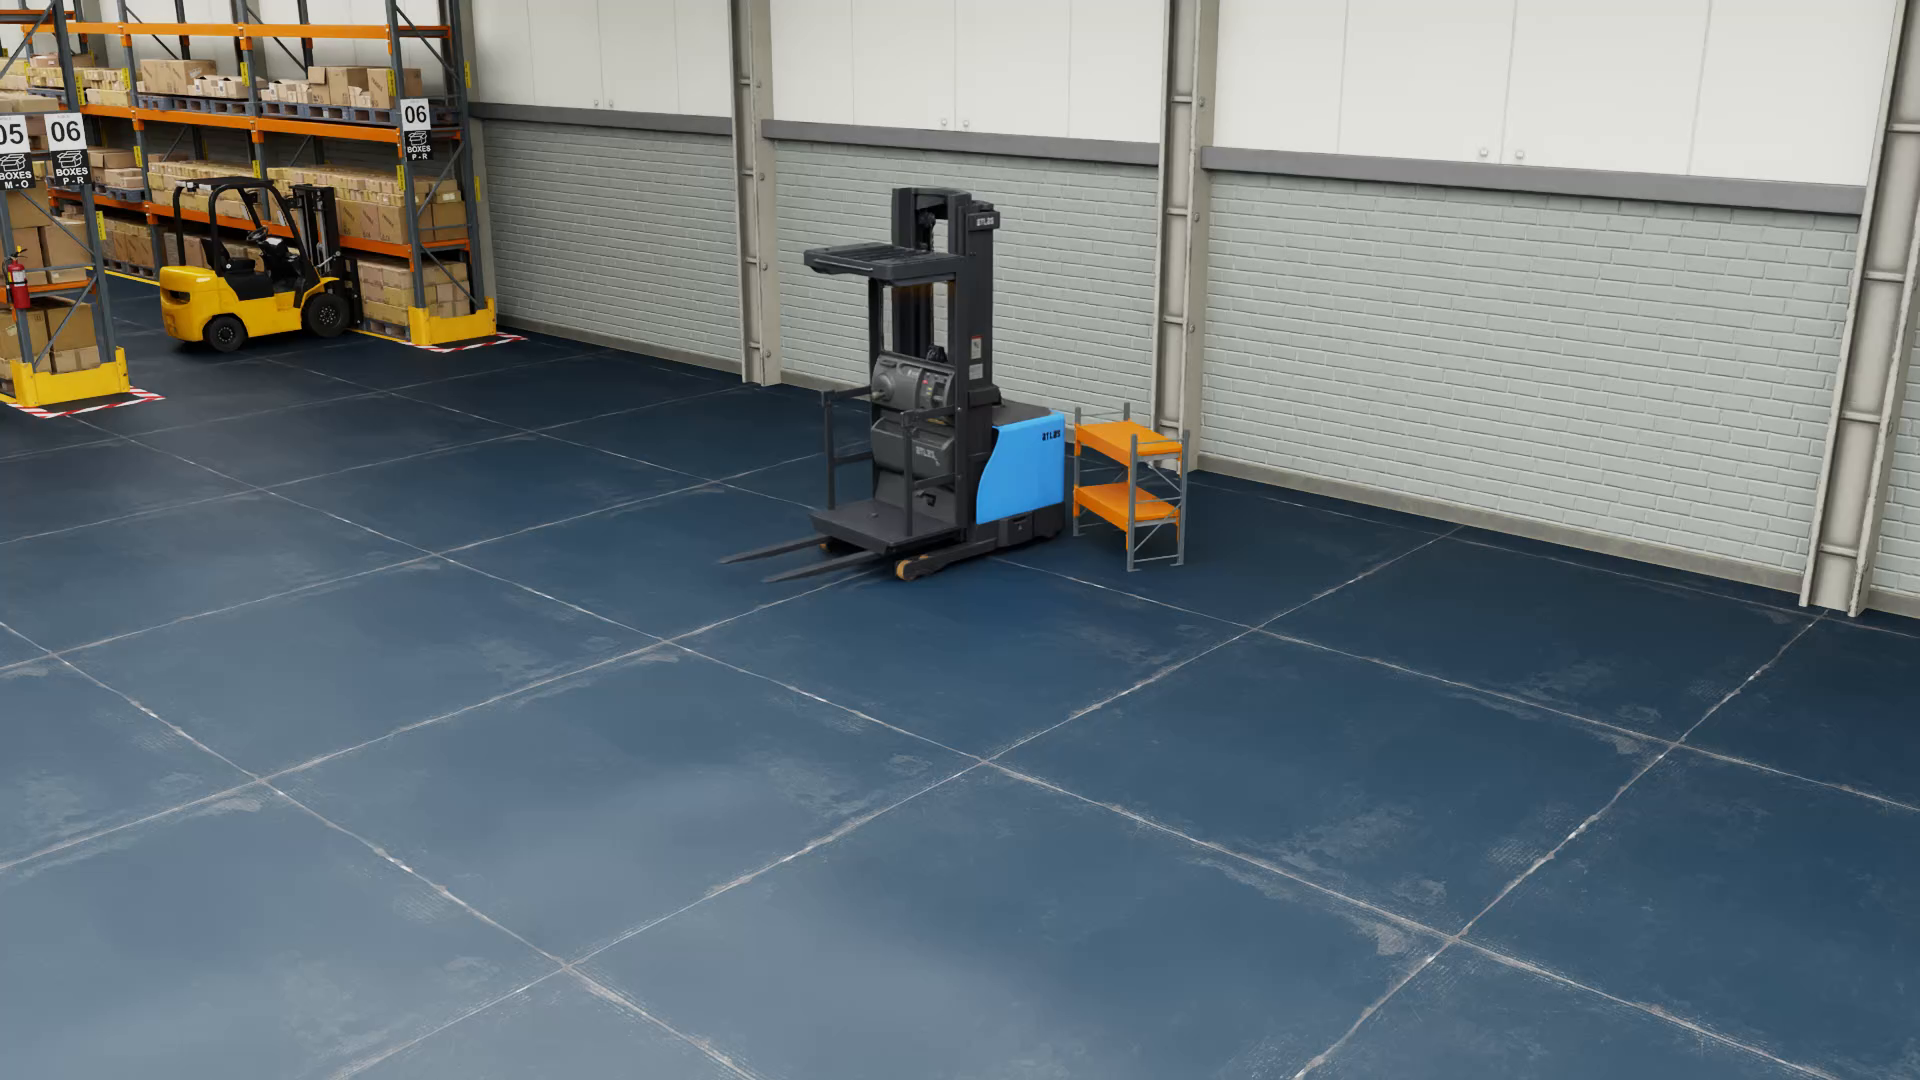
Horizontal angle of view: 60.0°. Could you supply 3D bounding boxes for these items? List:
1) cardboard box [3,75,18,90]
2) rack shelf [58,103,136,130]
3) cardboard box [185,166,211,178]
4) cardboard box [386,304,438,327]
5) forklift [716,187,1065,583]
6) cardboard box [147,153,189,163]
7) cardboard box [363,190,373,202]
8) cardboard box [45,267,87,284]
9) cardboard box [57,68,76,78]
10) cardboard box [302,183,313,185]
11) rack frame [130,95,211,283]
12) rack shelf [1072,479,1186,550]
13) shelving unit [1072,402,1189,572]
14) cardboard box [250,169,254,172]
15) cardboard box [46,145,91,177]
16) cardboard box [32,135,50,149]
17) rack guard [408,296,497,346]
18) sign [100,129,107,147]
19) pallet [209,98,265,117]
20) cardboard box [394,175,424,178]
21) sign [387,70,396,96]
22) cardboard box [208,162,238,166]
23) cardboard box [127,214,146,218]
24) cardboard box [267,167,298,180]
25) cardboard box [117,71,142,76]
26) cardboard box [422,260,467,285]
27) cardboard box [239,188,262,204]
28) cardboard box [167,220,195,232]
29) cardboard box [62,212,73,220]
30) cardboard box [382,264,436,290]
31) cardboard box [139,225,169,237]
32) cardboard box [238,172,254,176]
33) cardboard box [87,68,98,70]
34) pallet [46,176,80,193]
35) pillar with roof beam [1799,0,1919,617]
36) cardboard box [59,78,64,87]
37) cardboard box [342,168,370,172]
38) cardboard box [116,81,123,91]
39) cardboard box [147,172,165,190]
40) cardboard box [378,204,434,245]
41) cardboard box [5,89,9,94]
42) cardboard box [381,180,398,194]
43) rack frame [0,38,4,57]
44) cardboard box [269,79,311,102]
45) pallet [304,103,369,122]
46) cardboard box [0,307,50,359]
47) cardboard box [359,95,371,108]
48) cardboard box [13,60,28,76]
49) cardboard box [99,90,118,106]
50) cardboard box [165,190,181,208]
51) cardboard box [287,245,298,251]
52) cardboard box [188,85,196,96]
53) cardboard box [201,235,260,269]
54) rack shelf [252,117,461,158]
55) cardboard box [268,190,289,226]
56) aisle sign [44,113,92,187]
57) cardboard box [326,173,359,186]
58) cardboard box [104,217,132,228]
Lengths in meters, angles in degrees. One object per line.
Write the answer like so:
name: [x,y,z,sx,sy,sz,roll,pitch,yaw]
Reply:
cardboard box: [-16.855,-8.255,29.960,0.500,0.250,0.500,14,22,37]
rack shelf: [-14.436,-7.298,28.378,4.000,0.370,1.077,15,23,39]
cardboard box: [-11.925,-5.779,26.124,0.250,0.149,0.380,16,23,40]
cardboard box: [-7.518,-3.115,22.821,0.500,0.250,0.500,15,23,40]
forklift: [-0.537,-1.250,13.204,3.031,2.935,1.130,-15,23,-40]
cardboard box: [-13.221,-6.196,27.816,0.500,0.500,0.500,16,24,42]
cardboard box: [-7.944,-4.729,22.816,0.250,0.149,0.380,15,23,39]
cardboard box: [-10.365,-3.074,19.256,0.250,0.149,0.380,15,23,39]
cardboard box: [-15.151,-7.971,28.375,0.250,0.149,0.380,15,23,40]
cardboard box: [-9.146,-5.022,23.741,0.250,0.149,0.380,15,23,39]
rack frame: [-12.940,-5.809,27.458,0.127,3.000,1.000,15,23,39]
rack shelf: [1.387,-0.223,13.764,0.538,0.278,1.000,-7,19,-21]
shelving unit: [1.387,-0.456,13.690,0.538,1.125,1.048,-7,19,-21]
cardboard box: [-10.795,-5.700,25.877,0.250,0.149,0.380,15,23,39]
cardboard box: [-15.719,-6.712,29.444,0.500,0.500,0.700,16,23,41]
cardboard box: [-10.281,-4.529,18.881,0.250,0.149,0.380,15,23,39]
rack guard: [-6.939,-3.007,22.759,0.348,0.500,1.175,15,23,39]
sign: [-15.566,-7.291,30.211,0.005,0.325,0.100,15,23,39]
pallet: [-10.617,-6.519,25.051,1.217,0.209,0.805,14,22,37]
cardboard box: [-7.621,-4.980,23.116,0.250,0.149,0.380,15,23,40]
sign: [-7.327,-5.897,21.442,0.005,0.325,0.100,15,23,39]
cardboard box: [-11.909,-6.020,26.884,0.250,0.149,0.380,14,23,38]
cardboard box: [-14.469,-5.671,29.389,0.250,0.149,0.380,15,23,40]
cardboard box: [-9.907,-5.374,24.355,0.250,0.149,0.380,16,23,40]
cardboard box: [-13.520,-7.578,27.170,0.250,0.149,0.380,14,22,37]
cardboard box: [-7.190,-3.708,23.036,0.500,0.250,0.500,15,23,38]
cardboard box: [-10.485,-5.214,25.002,0.500,0.250,0.500,14,23,38]
cardboard box: [-13.304,-5.362,28.413,0.250,0.149,0.380,16,24,41]
cardboard box: [-15.840,-5.798,29.788,0.250,0.149,0.380,16,24,42]
cardboard box: [-7.508,-3.591,22.666,0.500,0.250,0.500,16,24,41]
cardboard box: [-13.478,-5.169,27.806,0.250,0.149,0.380,14,22,37]
cardboard box: [-10.704,-5.490,25.214,0.250,0.149,0.380,15,23,39]
cardboard box: [-14.697,-8.007,28.488,0.250,0.149,0.380,15,23,40]
pallet: [-15.407,-6.336,29.434,1.213,0.211,1.003,15,23,39]
pillar with roof beam: [3.726,-2.818,8.115,0.400,9.000,9.100,15,23,39]
cardboard box: [-15.023,-7.763,28.210,0.250,0.149,0.380,16,23,41]
cardboard box: [-8.733,-5.306,24.144,0.250,0.149,0.380,15,23,38]
cardboard box: [-13.546,-7.431,27.197,0.250,0.149,0.380,14,23,38]
cardboard box: [-12.787,-5.826,26.932,0.500,0.250,0.500,15,23,39]
cardboard box: [-7.499,-4.290,22.505,0.500,0.500,0.500,14,23,38]
cardboard box: [-17.134,-8.144,30.271,0.250,0.149,0.380,16,24,41]
cardboard box: [-7.569,-4.768,22.448,0.250,0.149,0.380,15,23,39]
rack frame: [-18.924,-10.275,31.611,0.127,3.000,1.000,15,23,39]
cardboard box: [-9.488,-6.419,23.708,0.500,0.311,0.500,16,23,40]
pallet: [-8.385,-5.983,23.193,1.213,0.211,1.003,15,23,39]
cardboard box: [-11.021,-2.428,19.415,0.500,0.500,0.500,15,23,40]
cardboard box: [-7.778,-5.858,22.210,0.250,0.149,0.380,14,22,38]
cardboard box: [-16.469,-8.398,29.584,0.500,0.250,0.500,15,23,39]
cardboard box: [-13.862,-7.316,27.496,0.500,0.250,0.500,15,23,39]
cardboard box: [-12.398,-5.491,26.704,0.500,0.250,0.500,14,23,38]
cardboard box: [-9.795,-4.204,24.598,0.500,0.250,0.500,15,23,38]
cardboard box: [-11.549,-6.871,25.400,0.250,0.149,0.380,15,23,39]
cardboard box: [-11.485,-4.485,26.515,0.625,0.625,0.875,14,22,37]
rack shelf: [-8.452,-5.691,23.317,4.000,0.370,1.077,15,23,39]
cardboard box: [-9.790,-4.906,24.445,0.500,0.500,0.500,14,22,38]
aisle sign: [-9.996,-4.376,18.644,0.004,0.787,0.394,15,23,39]
cardboard box: [-8.692,-5.087,23.452,0.250,0.149,0.380,15,23,39]
cardboard box: [-14.601,-5.502,28.857,0.250,0.149,0.380,15,23,39]
